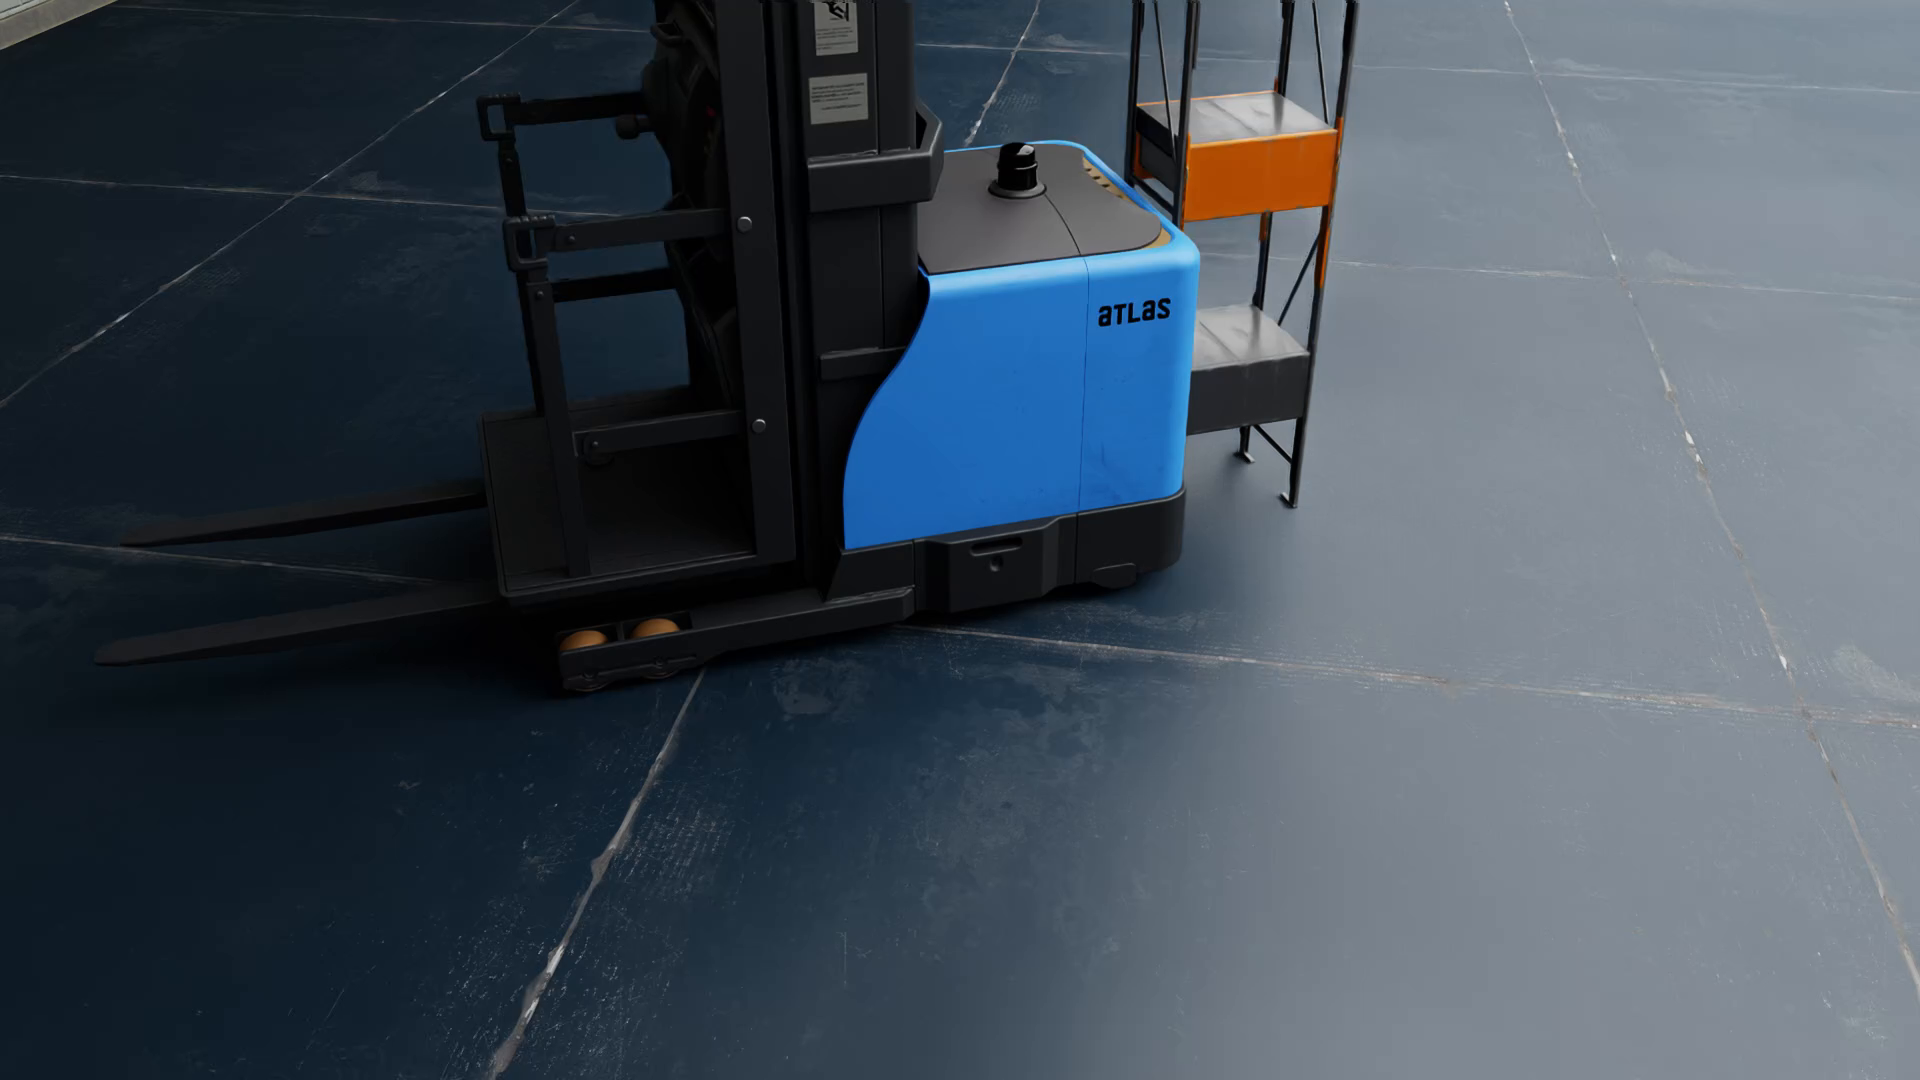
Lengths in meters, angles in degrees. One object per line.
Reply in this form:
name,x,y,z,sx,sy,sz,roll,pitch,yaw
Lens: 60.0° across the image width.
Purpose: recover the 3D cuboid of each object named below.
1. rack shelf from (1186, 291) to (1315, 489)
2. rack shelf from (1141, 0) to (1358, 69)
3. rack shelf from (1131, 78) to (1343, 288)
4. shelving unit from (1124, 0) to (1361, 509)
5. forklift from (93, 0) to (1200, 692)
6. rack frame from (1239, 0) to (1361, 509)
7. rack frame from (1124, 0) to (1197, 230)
rack shelf,0.798,-0.449,5.334,0.480,0.518,0.431,-9,33,-15
rack shelf,0.798,-1.636,4.591,0.480,0.518,0.431,-9,33,-15
rack shelf,0.798,-1.043,4.962,0.480,0.518,0.431,-9,33,-15
shelving unit,0.798,-1.054,4.955,0.503,2.100,0.431,-9,33,-15
forklift,-0.904,-1.138,4.306,3.031,2.935,1.130,-9,33,-15
rack frame,1.031,-1.093,5.017,0.015,2.100,0.400,-9,33,-15
rack frame,0.565,-1.015,4.893,0.015,2.100,0.400,-9,33,-15
